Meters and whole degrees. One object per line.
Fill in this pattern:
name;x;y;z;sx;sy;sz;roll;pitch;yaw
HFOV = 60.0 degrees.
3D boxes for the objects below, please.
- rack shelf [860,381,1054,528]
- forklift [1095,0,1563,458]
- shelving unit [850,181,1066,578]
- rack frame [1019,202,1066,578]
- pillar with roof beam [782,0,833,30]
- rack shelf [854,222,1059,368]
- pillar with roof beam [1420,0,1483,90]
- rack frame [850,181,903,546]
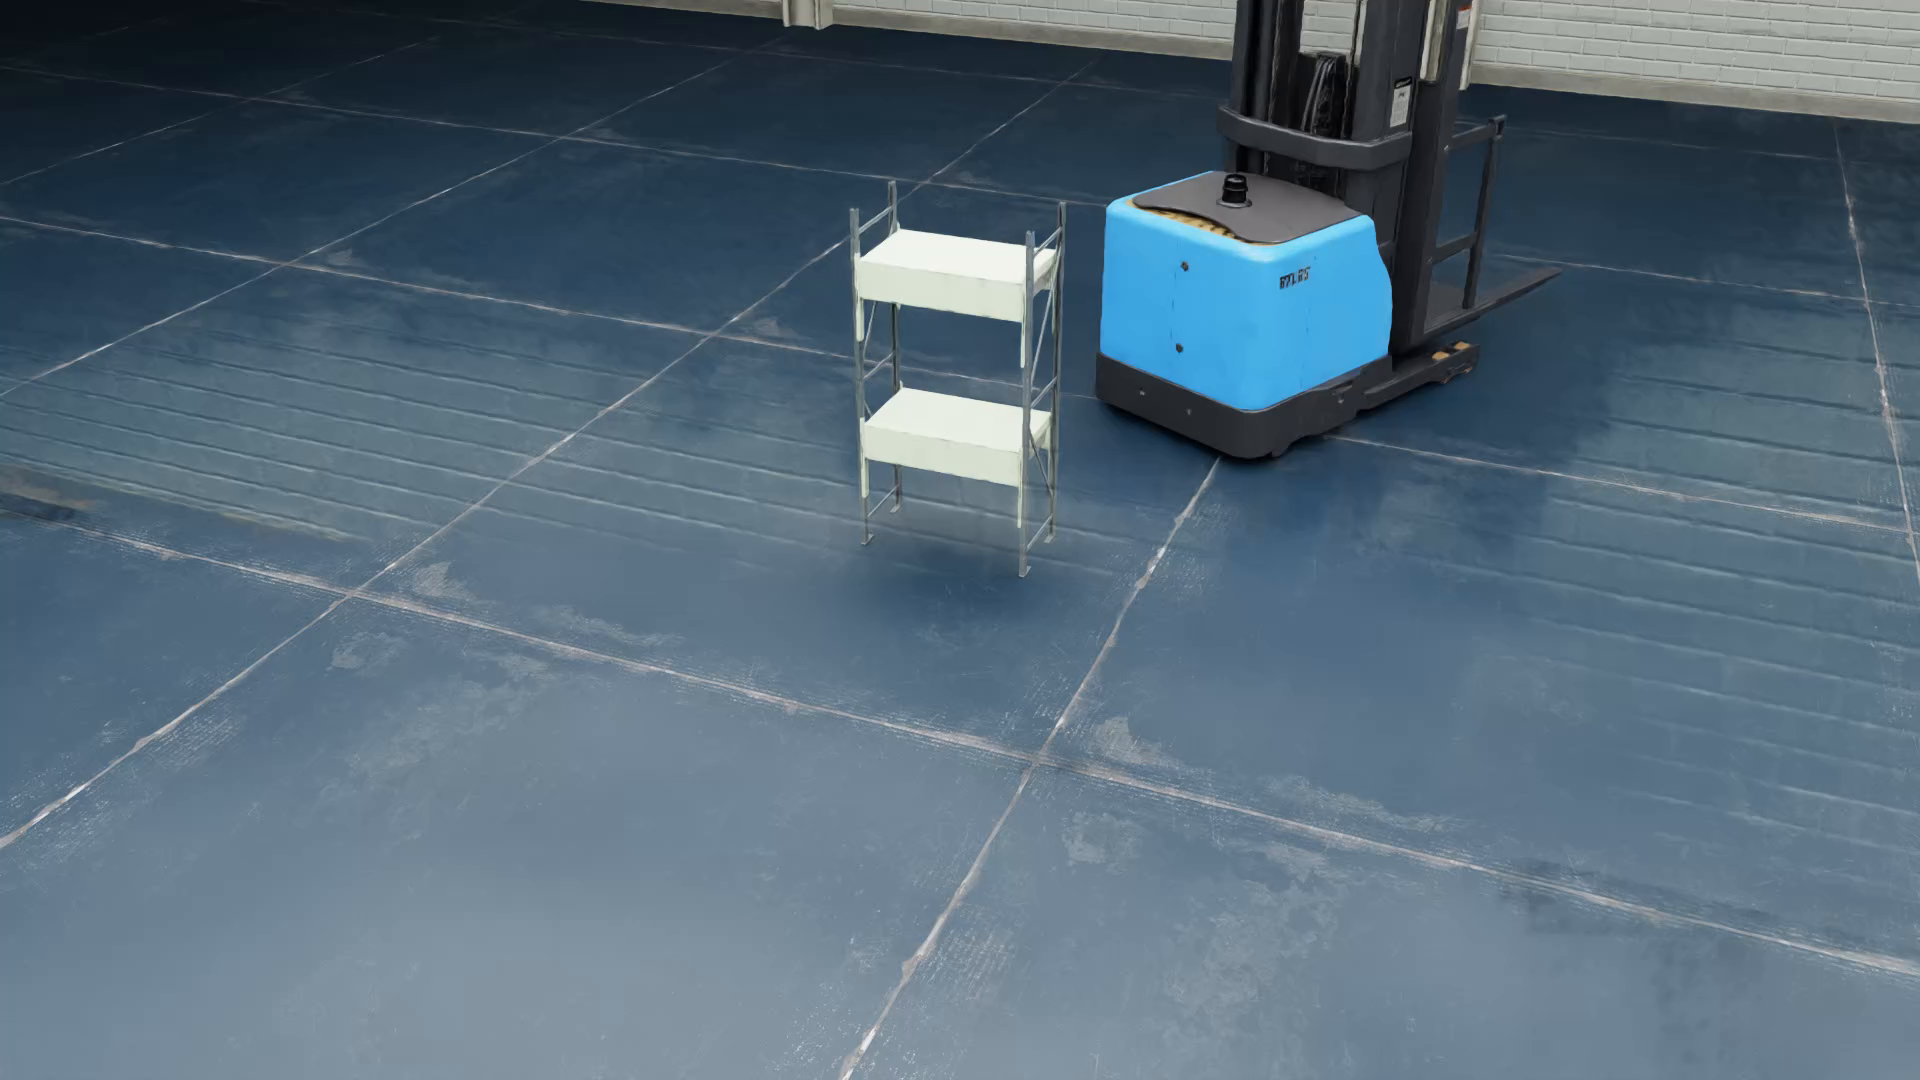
rack shelf;-0.006;-0.370;7.044;0.720;0.370;0.431;11;31;19
forklift;2.115;-2.262;8.274;3.031;2.935;1.130;-24;37;-36
shelving unit;-0.006;-0.654;6.883;0.755;1.500;0.431;11;31;19
rack frame;0.333;-0.586;6.763;0.023;1.500;0.400;11;31;19
pillar with roof beam;-3.078;-6.928;10.363;0.400;9.000;9.100;11;31;19
rack shelf;-0.006;-0.994;6.691;0.720;0.370;0.431;11;31;19
pillar with roof beam;2.482;-5.818;8.399;0.400;9.000;9.100;11;31;19
rack frame;-0.345;-0.722;7.003;0.023;1.500;0.400;11;31;19
